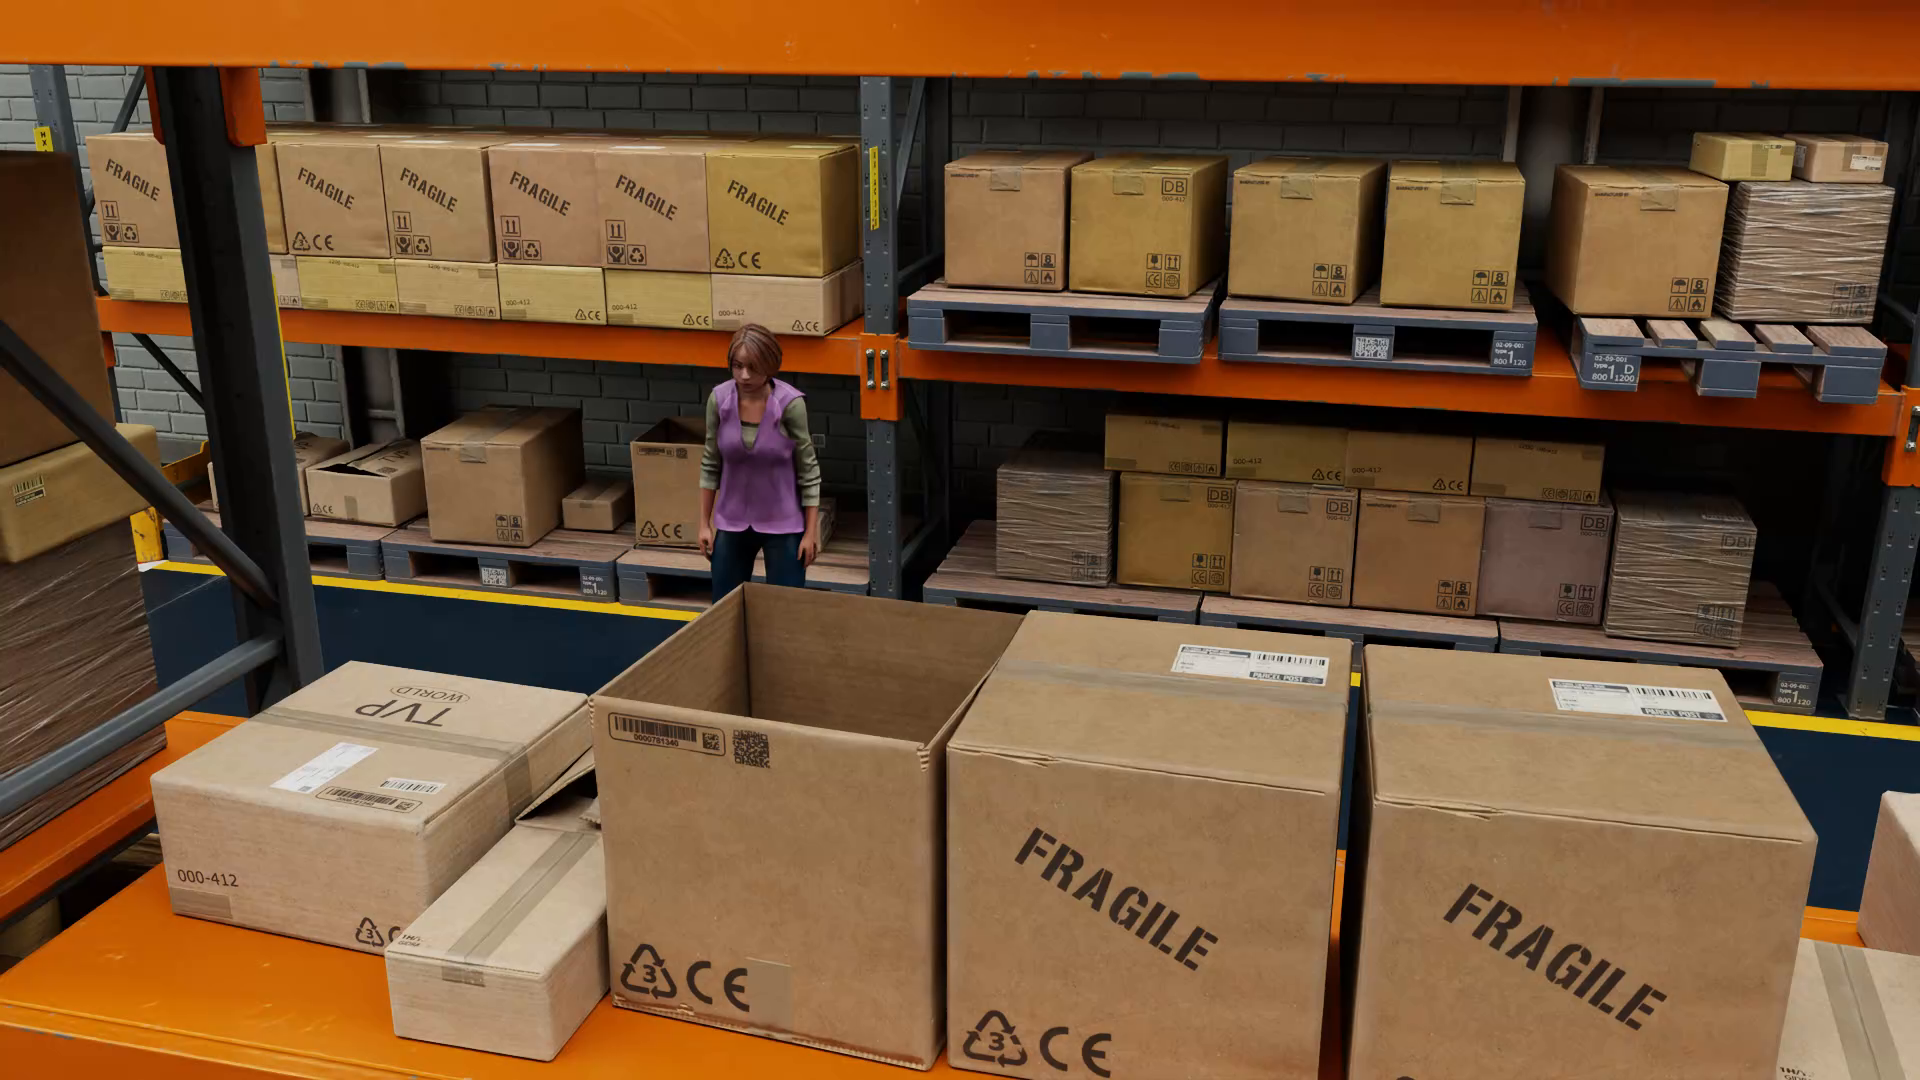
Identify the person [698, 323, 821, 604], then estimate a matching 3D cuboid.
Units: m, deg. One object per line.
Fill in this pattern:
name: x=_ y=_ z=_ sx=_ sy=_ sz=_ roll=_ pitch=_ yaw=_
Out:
person: x=-0.746 y=-0.022 z=6.144 sx=0.477 sy=1.591 sz=0.345 roll=4 pitch=19 yaw=10
